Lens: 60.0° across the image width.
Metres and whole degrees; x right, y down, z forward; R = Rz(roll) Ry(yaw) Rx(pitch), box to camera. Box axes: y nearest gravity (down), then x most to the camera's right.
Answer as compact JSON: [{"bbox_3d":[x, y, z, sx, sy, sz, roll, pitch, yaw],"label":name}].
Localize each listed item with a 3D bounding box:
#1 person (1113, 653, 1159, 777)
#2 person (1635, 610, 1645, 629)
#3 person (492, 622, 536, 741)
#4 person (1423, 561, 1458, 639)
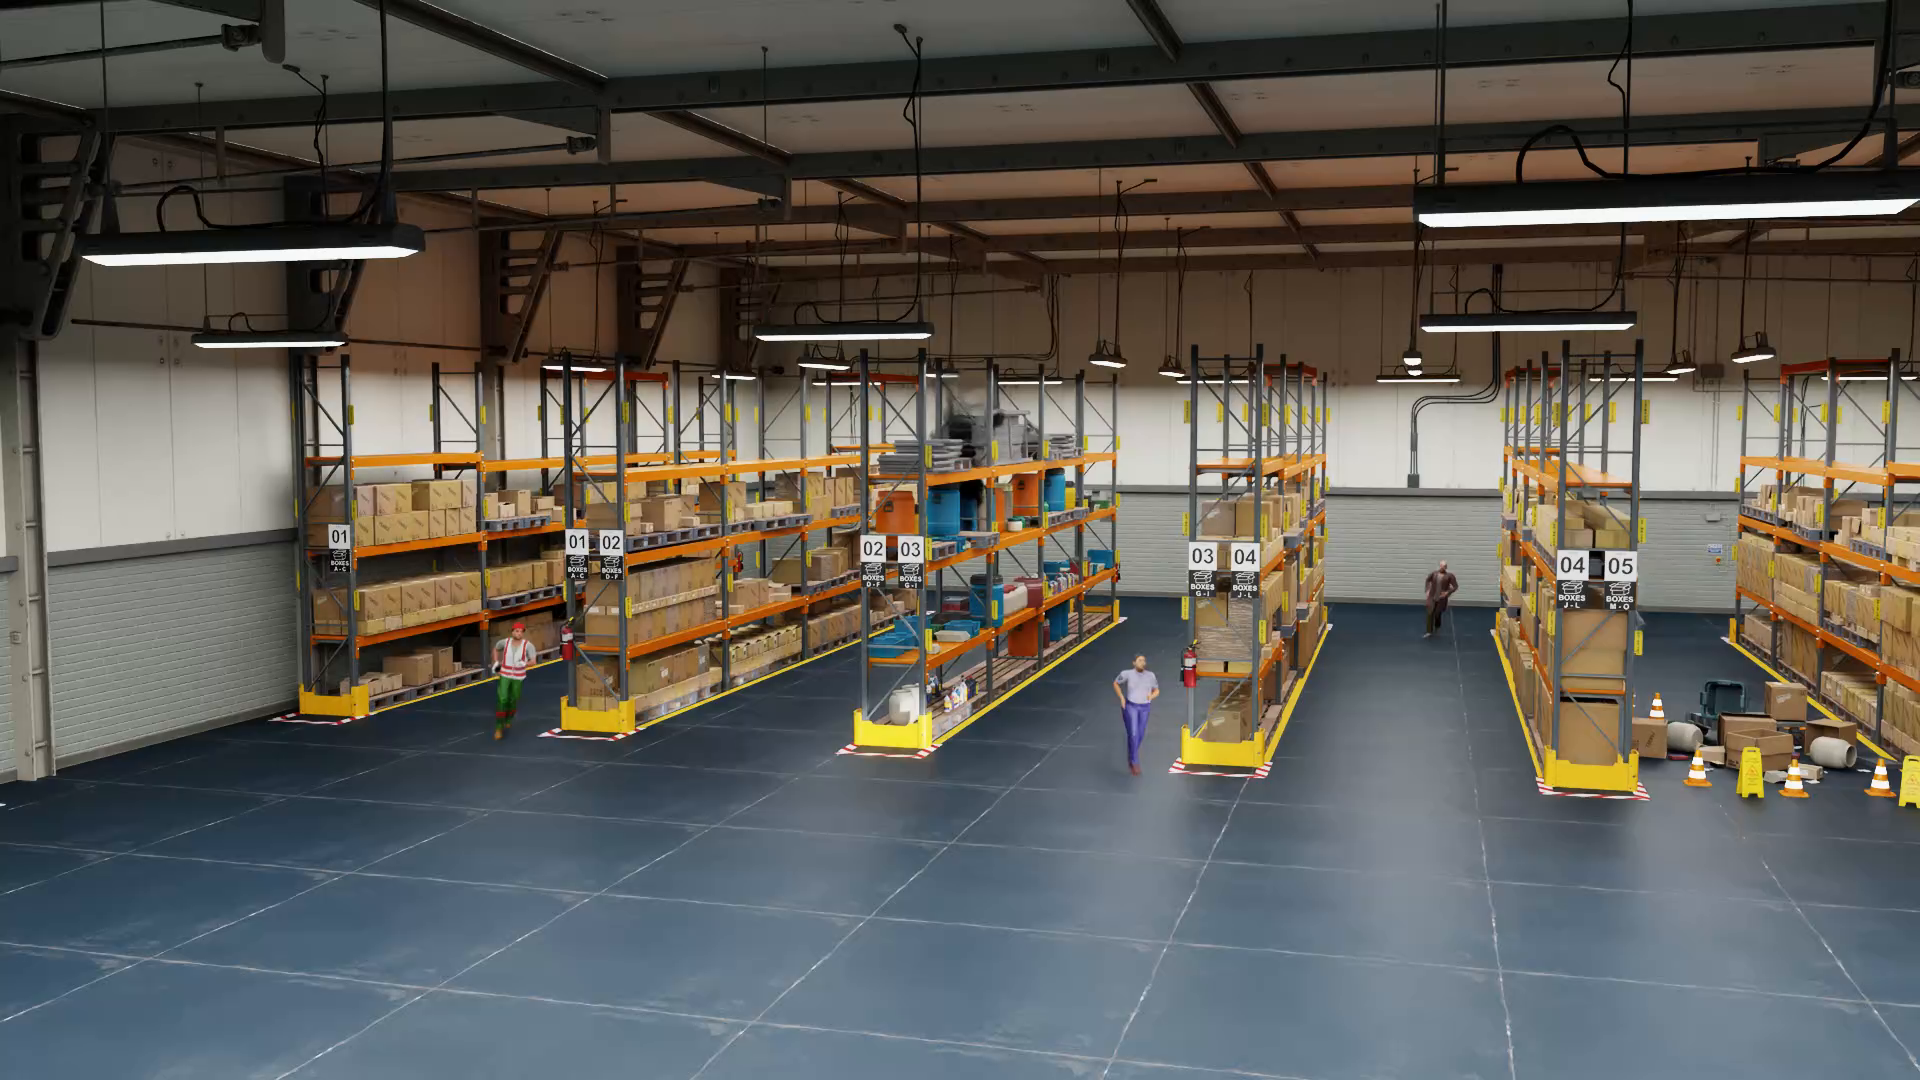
[{"bbox_3d":[2.507,2.430,23.418,0.602,1.661,0.796,-1,4,-15],"label":"person"},{"bbox_3d":[15.372,1.286,38.383,0.891,1.746,0.586,1,5,18],"label":"person"},{"bbox_3d":[-6.964,2.164,25.993,0.677,1.784,0.904,-1,4,-15],"label":"person"},{"bbox_3d":[10.804,1.333,37.398,0.760,1.732,0.943,2,5,28],"label":"person"}]
